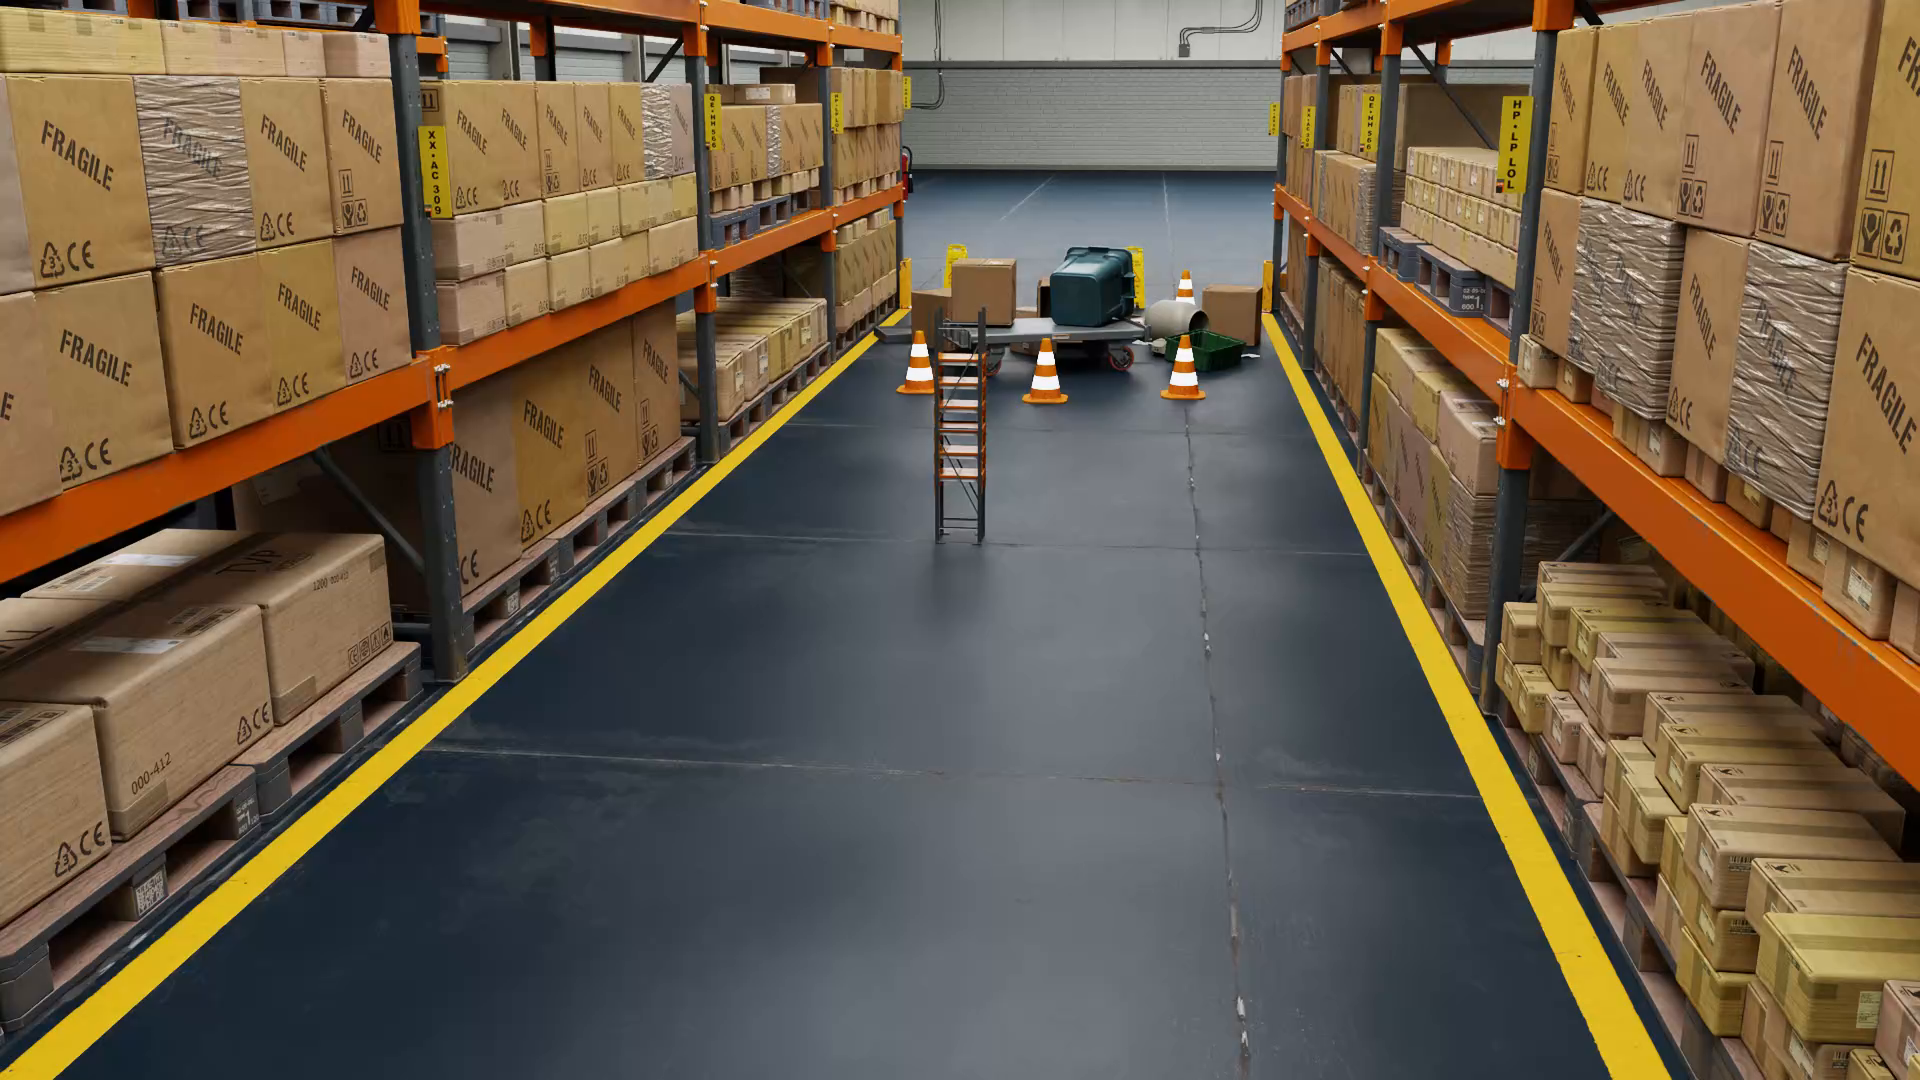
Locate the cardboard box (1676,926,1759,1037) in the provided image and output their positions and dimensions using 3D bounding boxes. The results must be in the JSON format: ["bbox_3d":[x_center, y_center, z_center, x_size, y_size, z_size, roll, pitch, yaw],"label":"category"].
[{"bbox_3d":[1.886,1.015,3.817,0.380,0.149,0.250,1,15,4],"label":"cardboard box"}]

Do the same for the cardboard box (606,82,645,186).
[{"bbox_3d":[-1.929,-2.069,8.460,0.500,0.500,0.500,2,15,6],"label":"cardboard box"}]

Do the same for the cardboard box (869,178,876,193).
[{"bbox_3d":[-1.020,-3.458,16.186,0.380,0.149,0.250,2,15,6],"label":"cardboard box"}]

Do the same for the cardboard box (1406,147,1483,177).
[{"bbox_3d":[2.666,-2.075,9.128,0.380,0.149,0.250,2,15,6],"label":"cardboard box"}]

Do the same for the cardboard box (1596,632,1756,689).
[{"bbox_3d":[2.139,0.390,4.991,0.380,0.149,0.250,1,15,5],"label":"cardboard box"}]

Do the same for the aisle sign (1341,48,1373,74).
[{"bbox_3d":[4.120,-5.161,17.023,0.394,0.787,0.004,2,15,6],"label":"aisle sign"}]

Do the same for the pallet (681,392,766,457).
[{"bbox_3d":[-1.929,-0.798,11.210,1.003,0.211,1.213,2,15,6],"label":"pallet"}]

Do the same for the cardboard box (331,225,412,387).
[{"bbox_3d":[-2.268,-0.825,5.774,0.500,0.500,0.500,2,15,7],"label":"cardboard box"}]

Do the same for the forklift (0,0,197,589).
[{"bbox_3d":[-4.704,-1.523,8.678,1.130,2.935,3.031,1,15,4],"label":"forklift"}]

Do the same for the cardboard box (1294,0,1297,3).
[{"bbox_3d":[3.343,-5.133,15.638,0.380,0.149,0.250,2,15,6],"label":"cardboard box"}]

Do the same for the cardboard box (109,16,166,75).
[{"bbox_3d":[-2.396,-1.329,4.482,0.380,0.149,0.250,1,15,5],"label":"cardboard box"}]

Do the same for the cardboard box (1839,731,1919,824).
[{"bbox_3d":[2.467,0.603,4.202,0.380,0.149,0.250,2,15,6],"label":"cardboard box"}]

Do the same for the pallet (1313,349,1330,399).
[{"bbox_3d":[3.350,-1.311,13.106,1.003,0.211,1.213,2,15,6],"label":"pallet"}]

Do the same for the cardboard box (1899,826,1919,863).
[{"bbox_3d":[2.411,0.812,3.999,0.380,0.149,0.250,2,15,9],"label":"cardboard box"}]

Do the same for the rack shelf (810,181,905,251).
[{"bbox_3d":[-1.342,-3.151,15.945,1.077,0.370,4.000,2,15,6],"label":"rack shelf"}]

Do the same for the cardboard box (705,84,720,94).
[{"bbox_3d":[-1.992,-3.291,12.276,0.380,0.149,0.250,3,15,9],"label":"cardboard box"}]

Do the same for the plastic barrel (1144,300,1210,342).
[{"bbox_3d":[1.966,-1.955,15.082,0.421,0.421,0.512,-14,20,-42],"label":"plastic barrel"}]

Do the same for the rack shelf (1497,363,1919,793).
[{"bbox_3d":[2.234,0.081,3.993,1.077,0.370,4.000,2,15,6],"label":"rack shelf"}]

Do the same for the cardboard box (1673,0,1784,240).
[{"bbox_3d":[1.976,-0.952,3.758,0.500,0.500,0.500,1,15,4],"label":"cardboard box"}]

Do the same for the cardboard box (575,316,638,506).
[{"bbox_3d":[-2.284,-0.711,8.810,0.875,0.875,0.875,2,15,7],"label":"cardboard box"}]

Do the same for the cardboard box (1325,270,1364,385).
[{"bbox_3d":[3.269,-1.563,12.200,1.050,0.750,0.750,2,15,6],"label":"cardboard box"}]

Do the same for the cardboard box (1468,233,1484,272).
[{"bbox_3d":[2.421,-1.244,7.194,0.380,0.149,0.250,1,15,4],"label":"cardboard box"}]

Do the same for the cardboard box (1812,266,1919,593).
[{"bbox_3d":[1.867,-0.197,2.881,0.500,0.500,0.500,1,15,5],"label":"cardboard box"}]

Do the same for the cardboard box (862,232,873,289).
[{"bbox_3d":[-1.124,-2.635,15.688,0.500,0.500,0.500,3,15,9],"label":"cardboard box"}]

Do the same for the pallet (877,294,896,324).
[{"bbox_3d":[-1.251,-2.441,17.285,1.003,0.211,1.213,2,15,6],"label":"pallet"}]

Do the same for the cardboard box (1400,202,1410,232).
[{"bbox_3d":[2.660,-1.793,9.225,0.380,0.149,0.250,1,15,5],"label":"cardboard box"}]

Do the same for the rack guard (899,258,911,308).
[{"bbox_3d":[-1.124,-2.790,18.023,1.175,0.500,0.348,2,15,6],"label":"rack guard"}]

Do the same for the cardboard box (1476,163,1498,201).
[{"bbox_3d":[2.432,-1.532,7.117,0.380,0.149,0.250,1,15,4],"label":"cardboard box"}]

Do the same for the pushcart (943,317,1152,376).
[{"bbox_3d":[0.704,-1.659,14.075,1.648,0.377,0.936,-4,16,-13],"label":"pushcart"}]

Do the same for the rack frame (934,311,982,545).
[{"bbox_3d":[-0.009,-0.559,8.432,0.240,1.200,0.006,2,15,6],"label":"rack frame"}]

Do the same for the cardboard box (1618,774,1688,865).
[{"bbox_3d":[1.938,0.730,4.304,0.380,0.149,0.250,2,15,7],"label":"cardboard box"}]

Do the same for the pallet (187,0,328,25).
[{"bbox_3d":[-6.429,-4.752,14.911,1.003,0.211,1.213,2,15,6],"label":"pallet"}]

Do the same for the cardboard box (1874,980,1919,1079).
[{"bbox_3d":[1.902,0.931,2.991,0.380,0.149,0.250,2,15,7],"label":"cardboard box"}]

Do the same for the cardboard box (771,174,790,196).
[{"bbox_3d":[-1.480,-2.655,12.410,0.380,0.149,0.250,2,15,6],"label":"cardboard box"}]

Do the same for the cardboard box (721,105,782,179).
[{"bbox_3d":[-1.569,-2.849,11.886,0.500,0.500,0.500,1,15,4],"label":"cardboard box"}]

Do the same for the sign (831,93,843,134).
[{"bbox_3d":[-1.015,-3.523,13.725,0.100,0.325,0.005,2,15,6],"label":"sign"}]

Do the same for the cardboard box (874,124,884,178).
[{"bbox_3d":[-1.024,-3.800,16.208,0.500,0.500,0.500,2,15,6],"label":"cardboard box"}]

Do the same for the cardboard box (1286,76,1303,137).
[{"bbox_3d":[3.565,-4.109,15.755,0.875,0.550,0.550,2,15,6],"label":"cardboard box"}]

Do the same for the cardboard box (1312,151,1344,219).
[{"bbox_3d":[3.036,-2.779,13.003,0.500,0.500,0.500,2,15,7],"label":"cardboard box"}]

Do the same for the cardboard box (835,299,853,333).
[{"bbox_3d":[-1.232,-2.000,14.774,0.500,0.250,0.500,1,15,4],"label":"cardboard box"}]

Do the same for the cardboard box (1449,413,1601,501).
[{"bbox_3d":[2.293,-0.343,6.733,0.500,0.250,0.500,1,15,5],"label":"cardboard box"}]

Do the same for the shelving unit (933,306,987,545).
[{"bbox_3d":[0.002,-0.583,8.519,0.258,1.200,0.189,2,15,6],"label":"shelving unit"}]

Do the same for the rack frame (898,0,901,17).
[{"bbox_3d":[-1.116,-6.913,16.987,1.000,3.000,0.127,2,15,6],"label":"rack frame"}]

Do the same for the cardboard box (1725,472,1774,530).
[{"bbox_3d":[2.011,-0.120,3.839,0.380,0.149,0.250,2,15,7],"label":"cardboard box"}]

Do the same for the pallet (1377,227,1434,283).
[{"bbox_3d":[2.937,-1.542,8.984,1.213,0.211,1.003,2,15,6],"label":"pallet"}]

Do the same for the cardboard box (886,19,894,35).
[{"bbox_3d":[-0.874,-5.177,16.796,0.380,0.149,0.250,2,15,7],"label":"cardboard box"}]

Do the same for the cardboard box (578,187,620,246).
[{"bbox_3d":[-1.971,-1.576,8.075,0.500,0.250,0.500,1,15,5],"label":"cardboard box"}]

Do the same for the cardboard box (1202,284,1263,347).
[{"bbox_3d":[2.518,-2.087,15.418,0.500,0.500,0.500,4,16,16],"label":"cardboard box"}]

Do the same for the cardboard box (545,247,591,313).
[{"bbox_3d":[-2.027,-1.205,7.659,0.500,0.250,0.500,2,15,6],"label":"cardboard box"}]

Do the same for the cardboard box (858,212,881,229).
[{"bbox_3d":[-0.985,-3.121,16.242,0.380,0.149,0.250,2,15,9],"label":"cardboard box"}]

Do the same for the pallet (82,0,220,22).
[{"bbox_3d":[-6.586,-4.251,13.256,0.805,0.209,1.217,1,15,4],"label":"pallet"}]

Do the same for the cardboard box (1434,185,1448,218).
[{"bbox_3d":[2.545,-1.658,8.154,0.380,0.149,0.250,2,15,6],"label":"cardboard box"}]
